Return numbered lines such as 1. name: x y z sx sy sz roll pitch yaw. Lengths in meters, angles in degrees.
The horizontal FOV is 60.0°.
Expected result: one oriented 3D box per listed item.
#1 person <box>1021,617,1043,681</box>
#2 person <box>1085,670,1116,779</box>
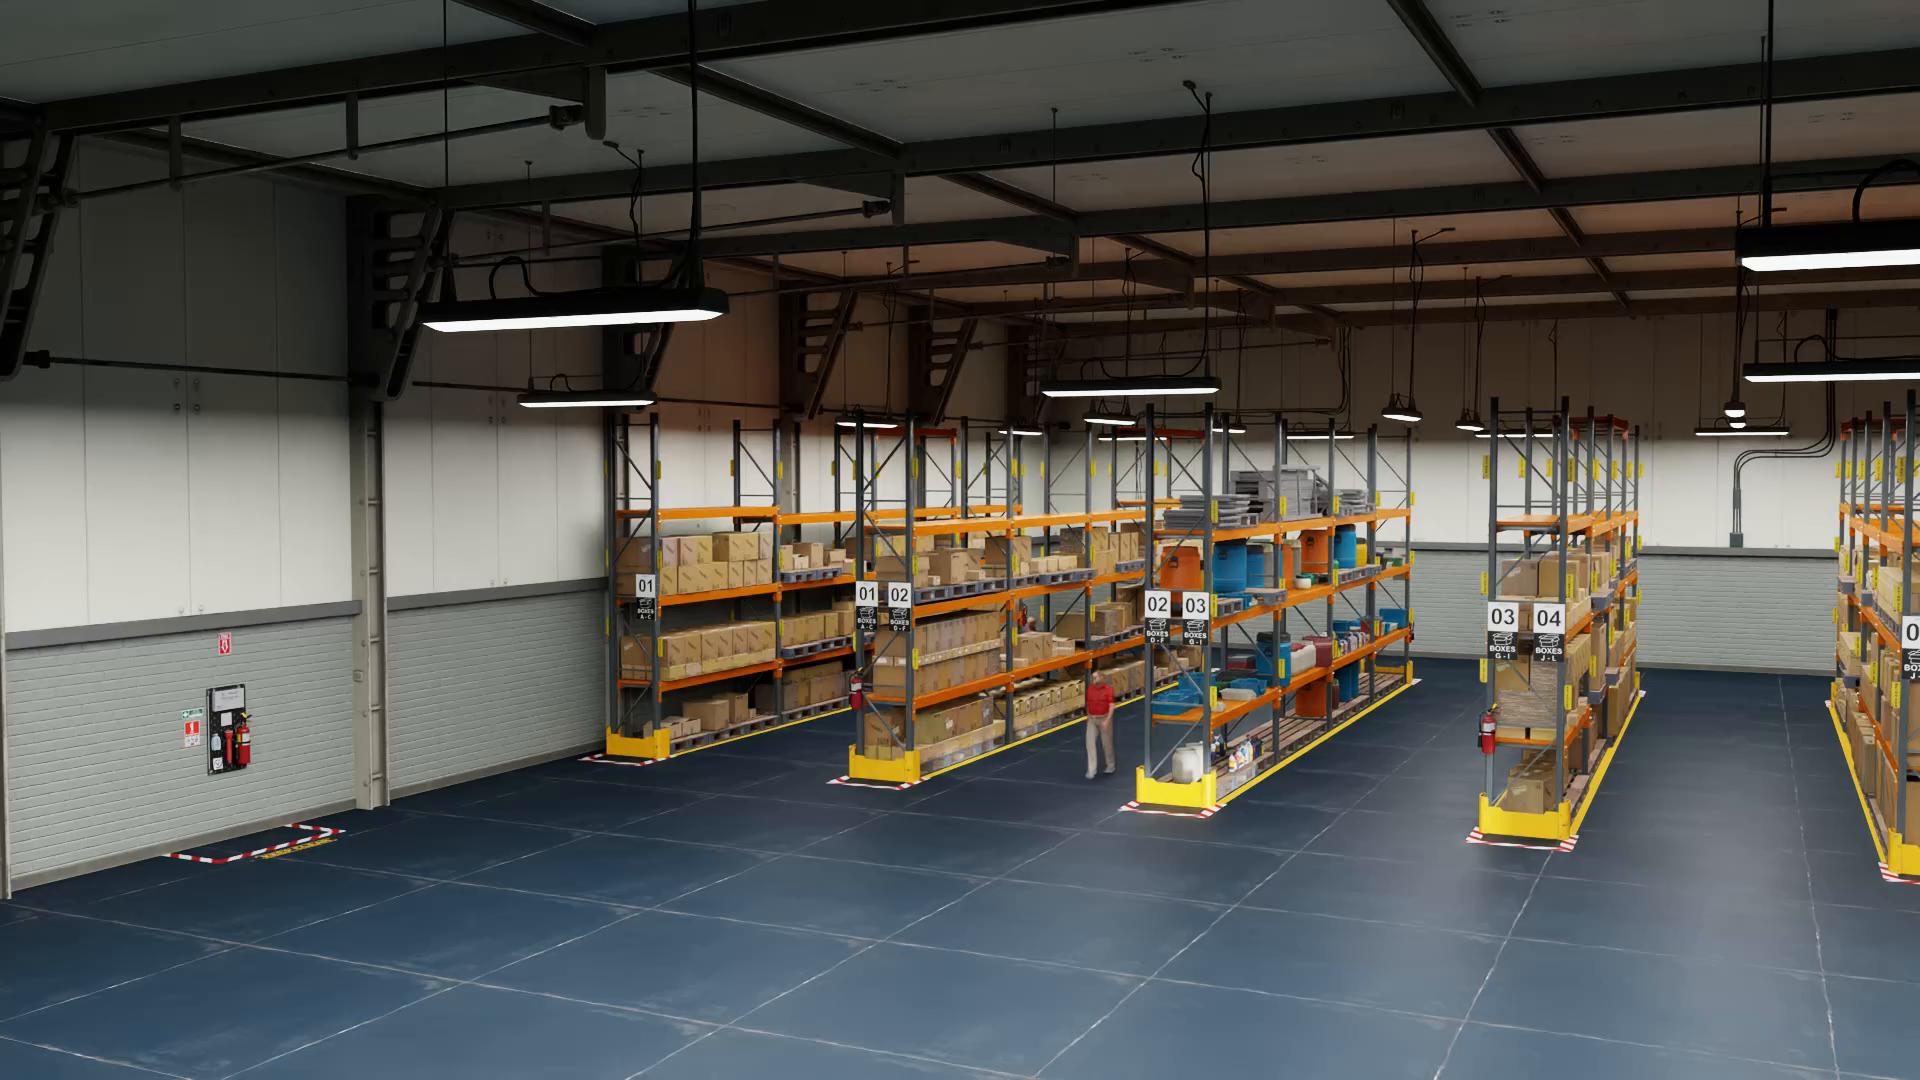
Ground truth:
1. person: 1.563 2.599 36.438 0.651 1.827 0.659 2 3 39
2. person: 2.276 3.018 27.245 0.560 1.769 0.770 1 3 30
